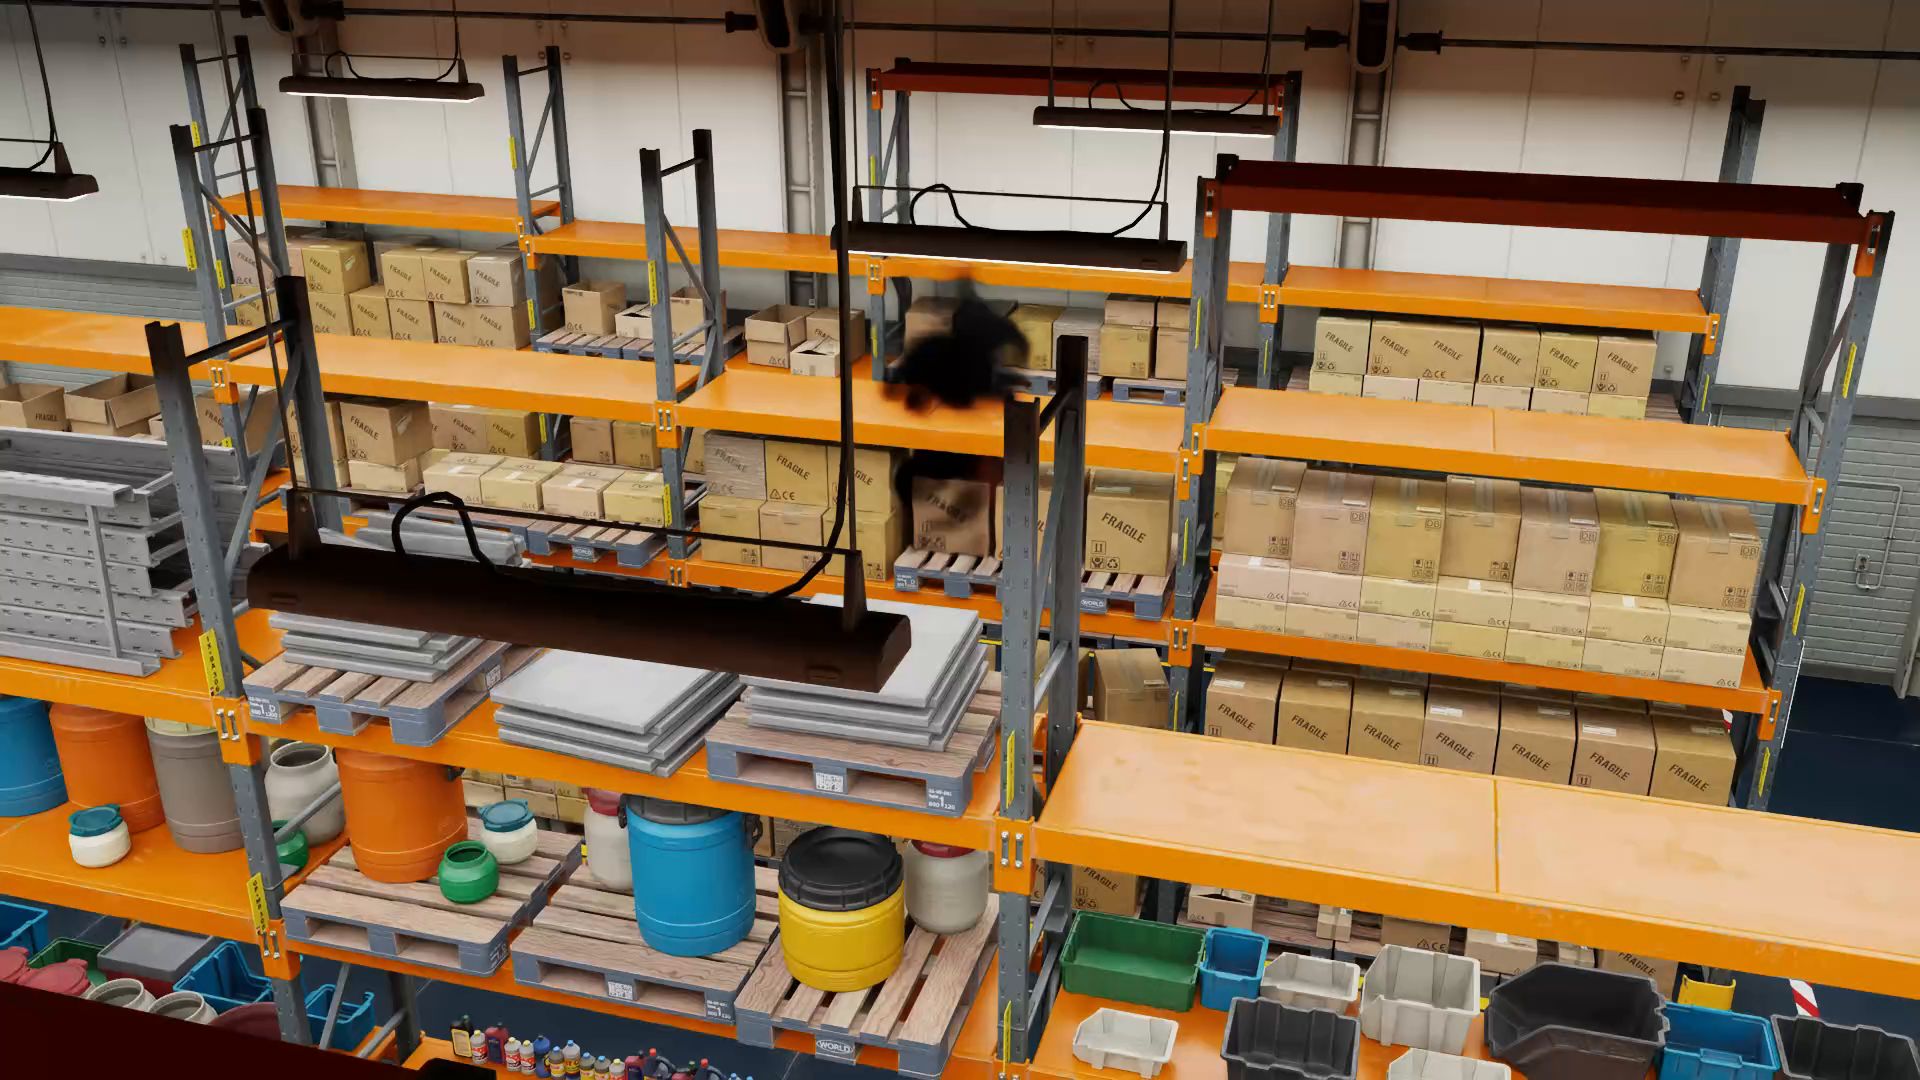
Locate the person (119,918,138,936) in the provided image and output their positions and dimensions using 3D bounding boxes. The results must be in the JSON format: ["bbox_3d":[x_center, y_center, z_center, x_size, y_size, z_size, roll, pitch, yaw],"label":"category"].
[{"bbox_3d":[-5.878,2.691,12.045,0.685,1.783,0.725,7,23,16],"label":"person"}]
